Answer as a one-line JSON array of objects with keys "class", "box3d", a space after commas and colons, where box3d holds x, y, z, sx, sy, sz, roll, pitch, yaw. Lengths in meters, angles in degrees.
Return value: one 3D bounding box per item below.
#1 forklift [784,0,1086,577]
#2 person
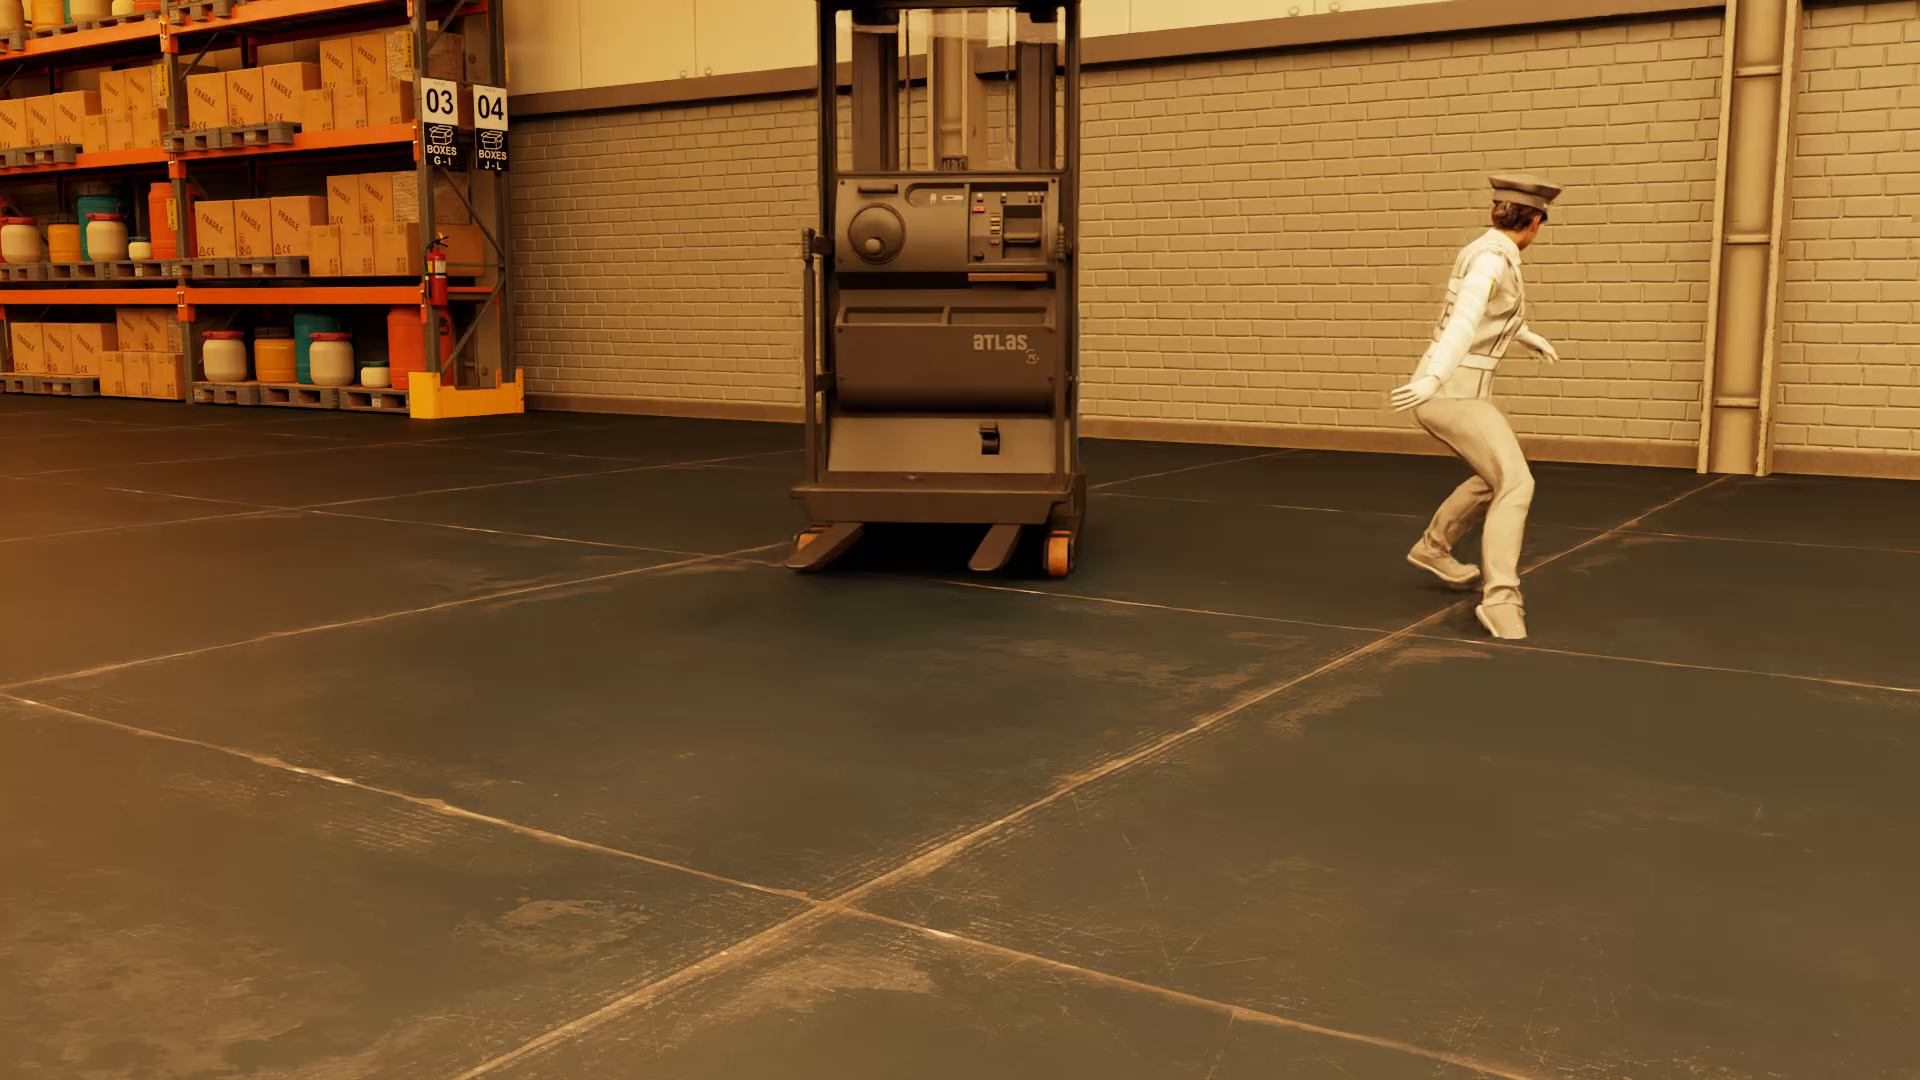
[{"class": "forklift", "box3d": [-0.074, -1.352, 6.698, 1.130, 2.935, 3.031, 1, 8, 6]}, {"class": "person", "box3d": [1.794, -0.440, 5.758, 0.526, 1.621, 1.014, 3, 9, 18]}]
